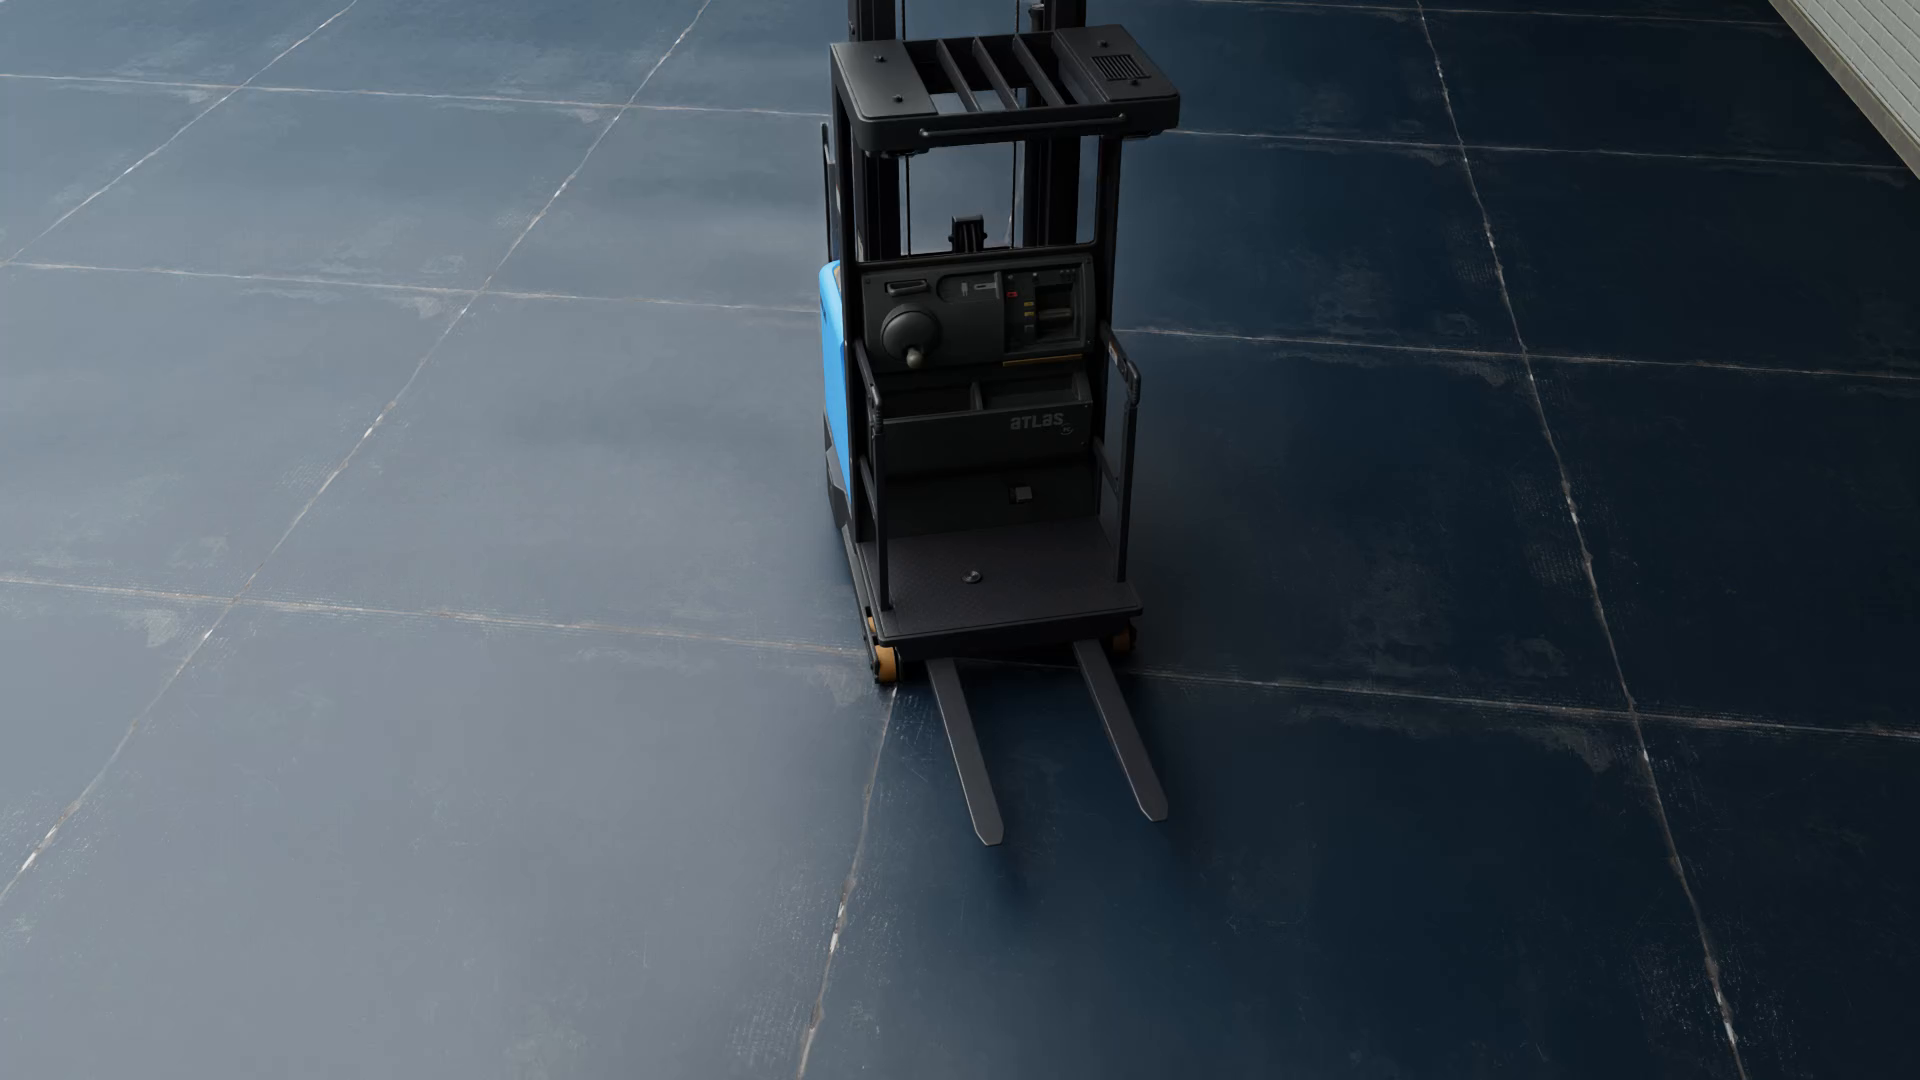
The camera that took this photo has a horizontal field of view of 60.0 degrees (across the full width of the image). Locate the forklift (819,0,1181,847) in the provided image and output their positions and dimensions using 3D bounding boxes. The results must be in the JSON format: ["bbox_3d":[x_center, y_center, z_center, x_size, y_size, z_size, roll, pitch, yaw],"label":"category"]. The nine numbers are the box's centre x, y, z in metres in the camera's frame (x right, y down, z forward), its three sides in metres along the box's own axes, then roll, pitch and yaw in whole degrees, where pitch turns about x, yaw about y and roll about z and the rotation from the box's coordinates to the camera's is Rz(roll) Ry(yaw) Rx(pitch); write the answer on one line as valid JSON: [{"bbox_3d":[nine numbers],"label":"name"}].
[{"bbox_3d":[0.123,-0.834,6.395,1.130,2.935,3.031,-7,36,-9],"label":"forklift"}]

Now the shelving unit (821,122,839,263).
[{"bbox_3d":[-0.123,-1.285,8.260,1.083,1.500,0.587,-4,36,-6],"label":"shelving unit"}]

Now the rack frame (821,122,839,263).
[{"bbox_3d":[-0.618,-1.247,8.206,0.032,1.500,0.500,-4,36,-6],"label":"rack frame"}]
